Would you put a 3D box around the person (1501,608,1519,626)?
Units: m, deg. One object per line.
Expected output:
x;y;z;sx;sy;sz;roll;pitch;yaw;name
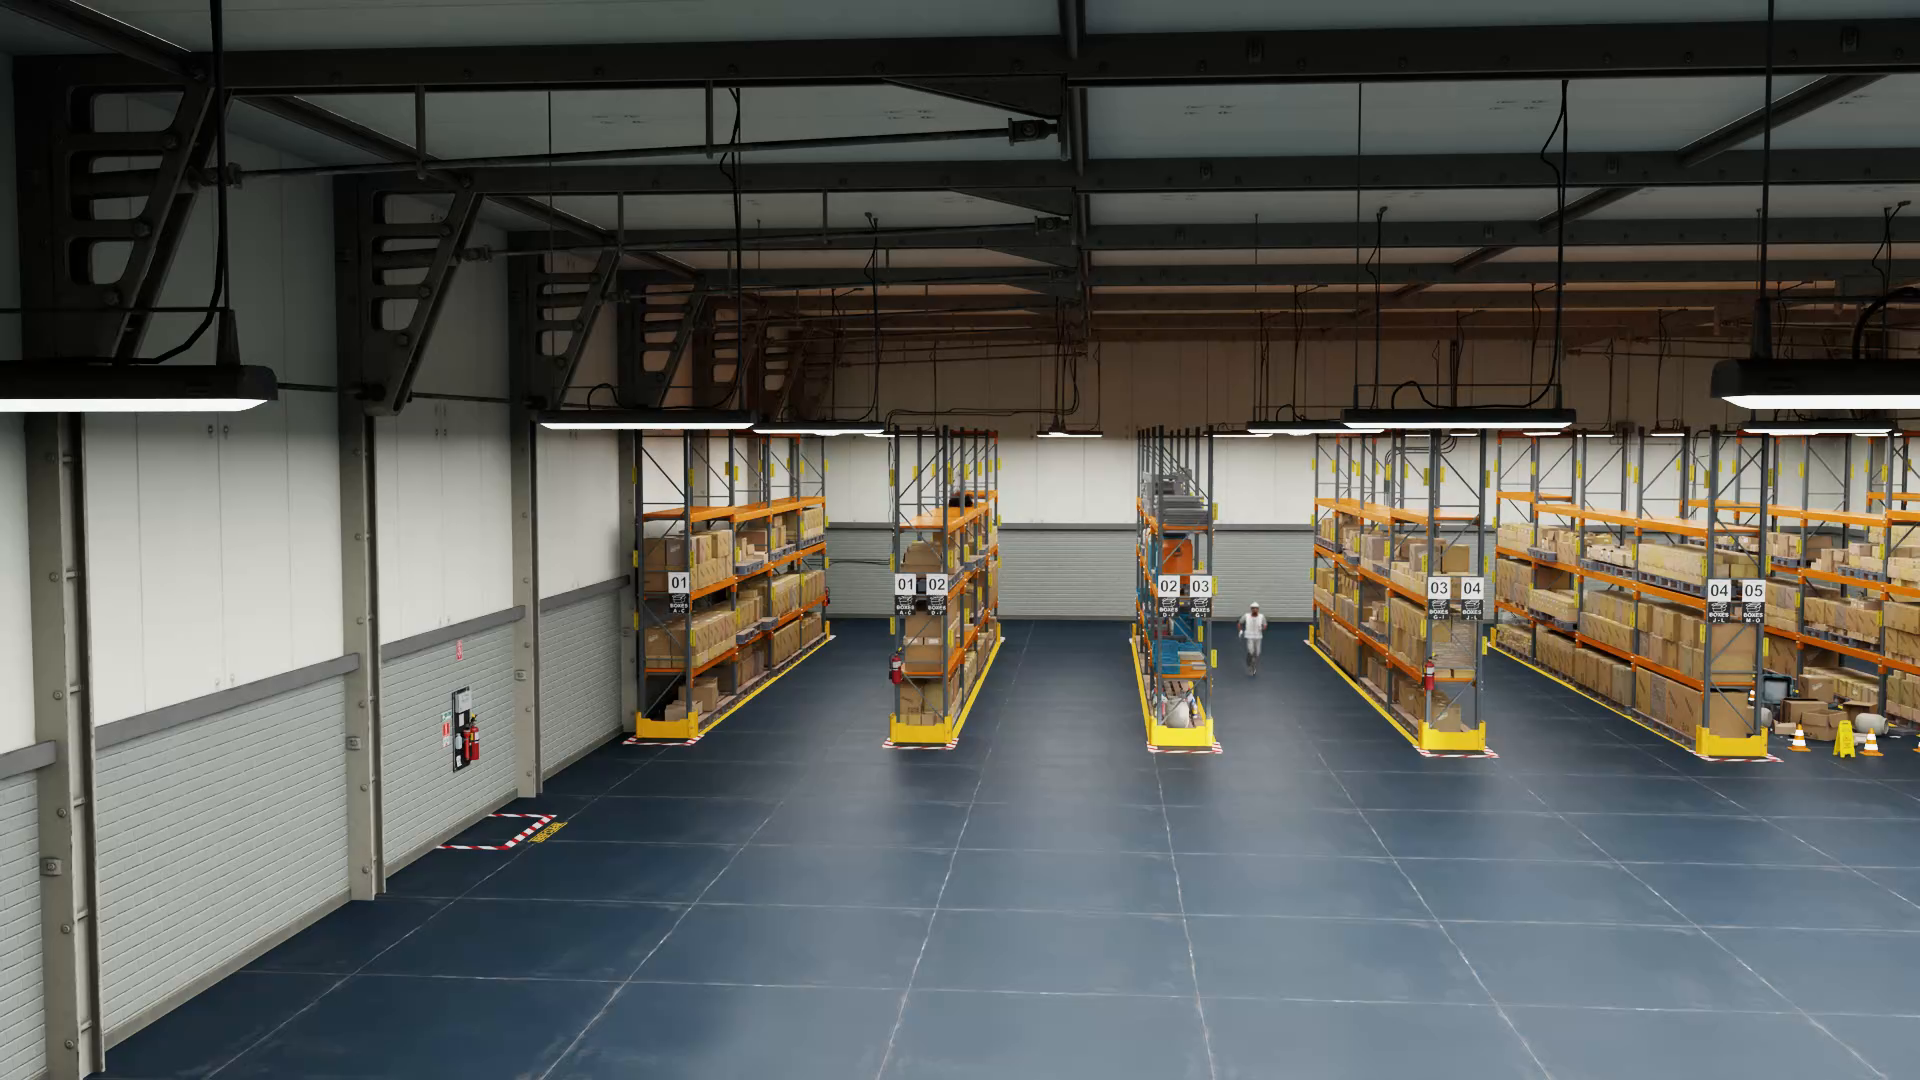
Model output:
15.683;2.102;47.189;0.781;1.619;0.695;0;3;3;person

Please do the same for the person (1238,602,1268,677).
7.120;2.412;40.300;0.658;1.791;0.716;0;3;-5;person
